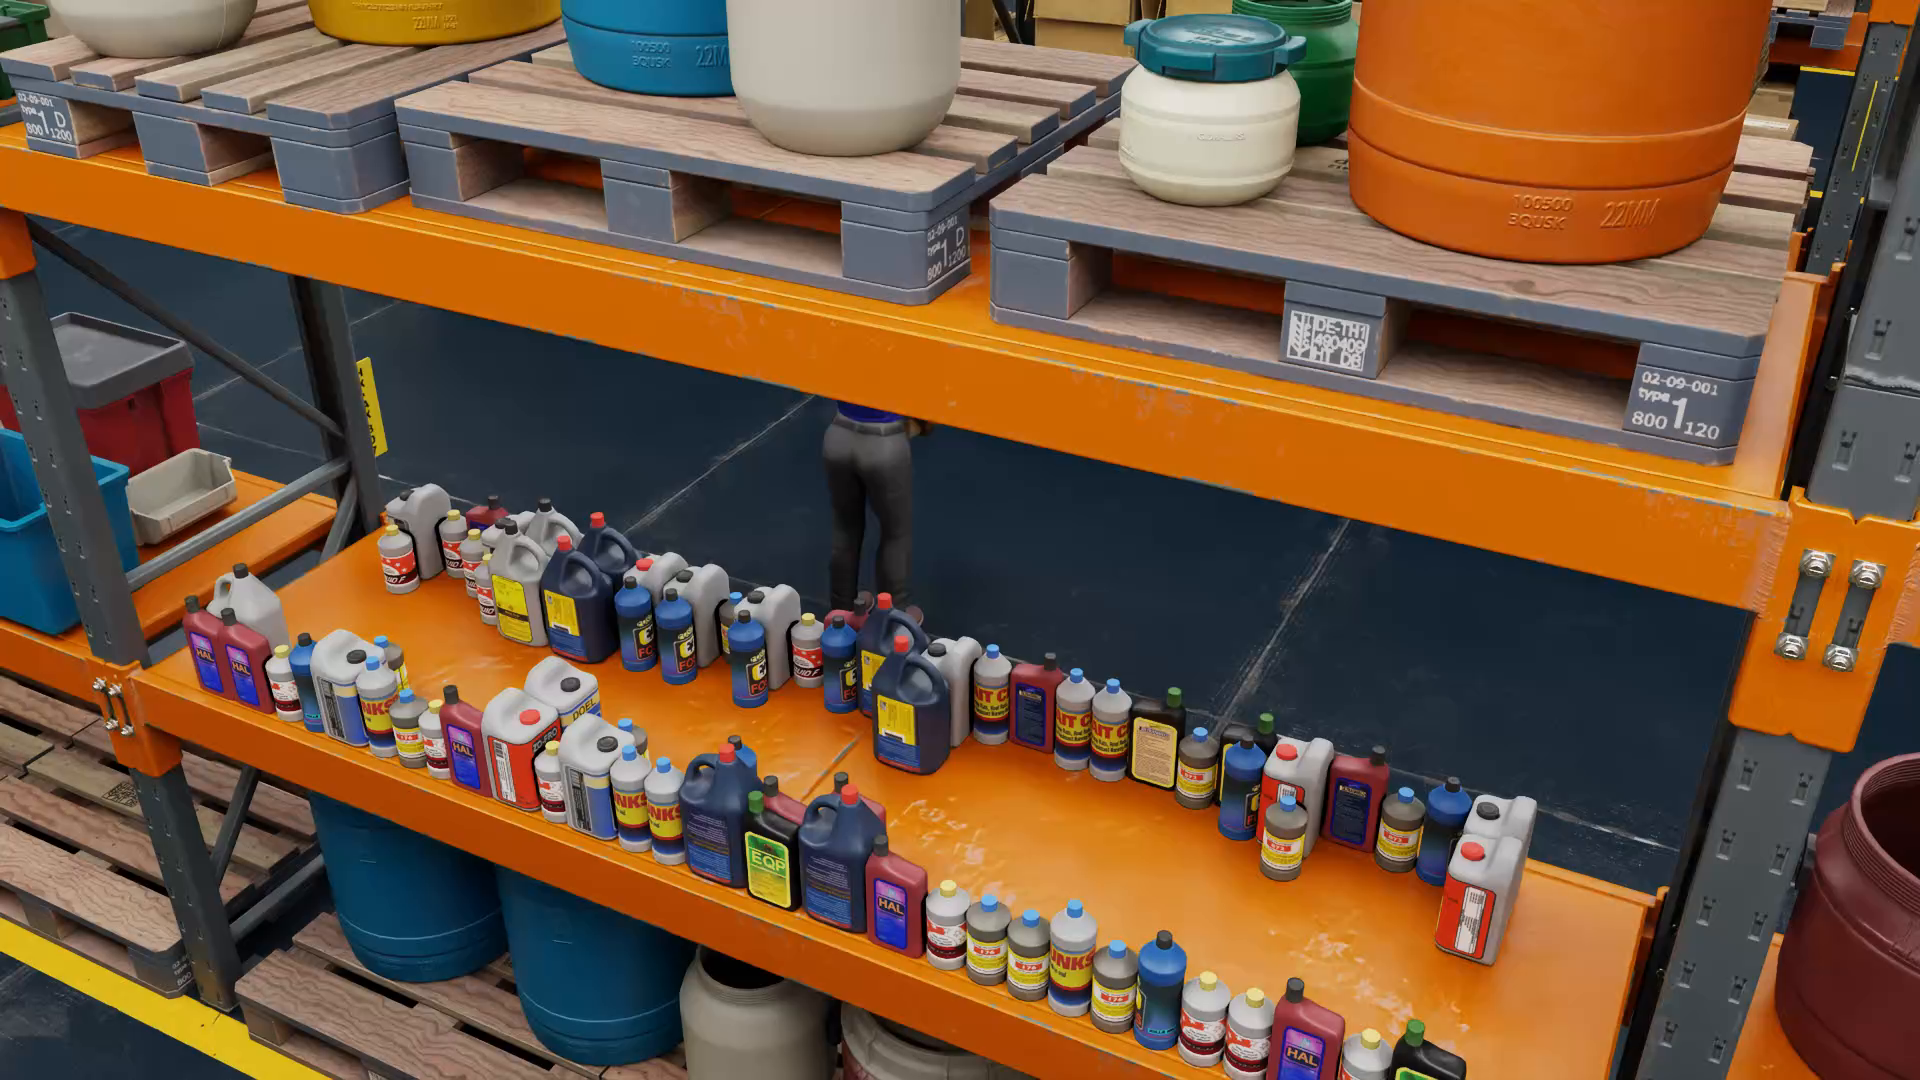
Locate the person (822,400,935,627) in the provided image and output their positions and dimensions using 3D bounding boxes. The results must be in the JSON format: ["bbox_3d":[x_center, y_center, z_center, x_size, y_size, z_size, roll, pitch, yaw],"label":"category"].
[{"bbox_3d":[-0.332,-0.385,6.805,0.441,1.656,0.503,14,33,23],"label":"person"}]
